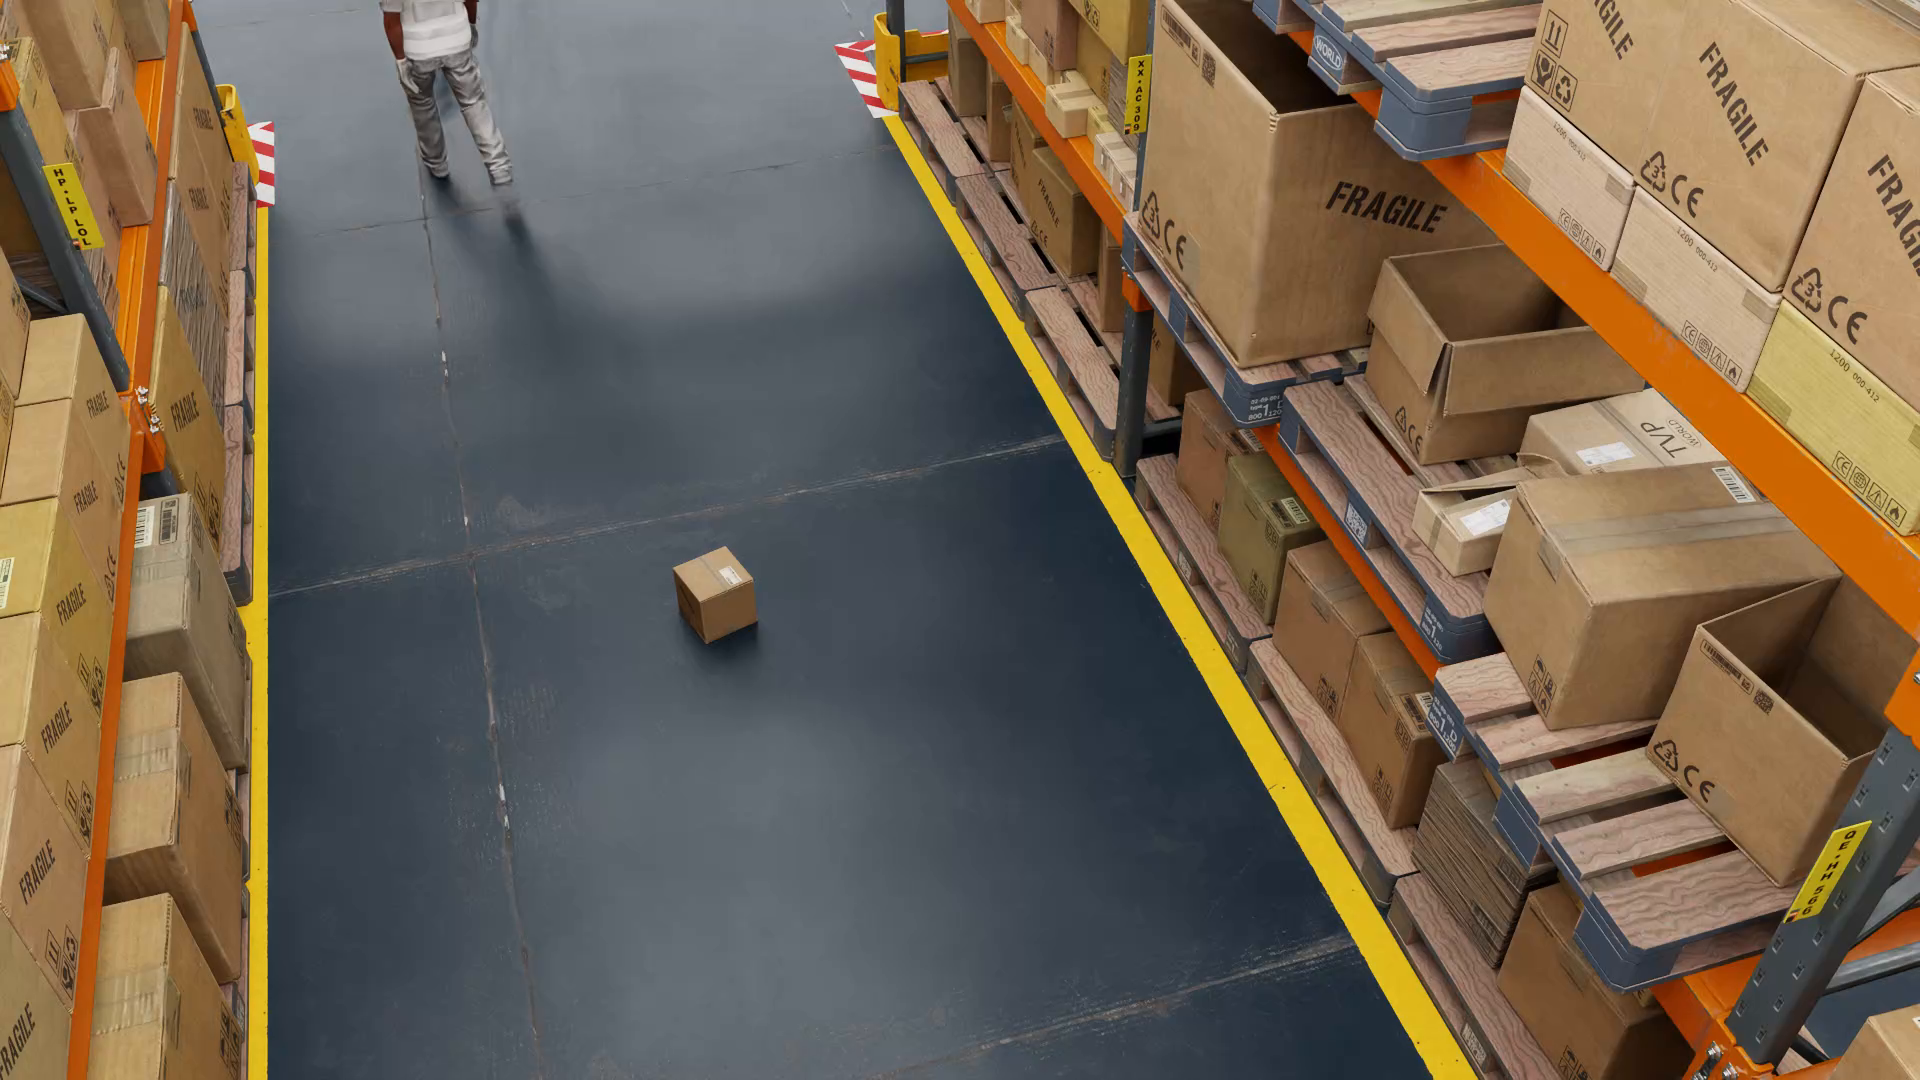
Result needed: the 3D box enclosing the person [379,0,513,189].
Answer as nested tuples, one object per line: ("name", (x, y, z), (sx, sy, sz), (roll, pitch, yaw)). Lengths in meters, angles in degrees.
("person", (-2.891, -2.742, 9.199), (0.548, 1.757, 0.924), (-22, 46, -23))
